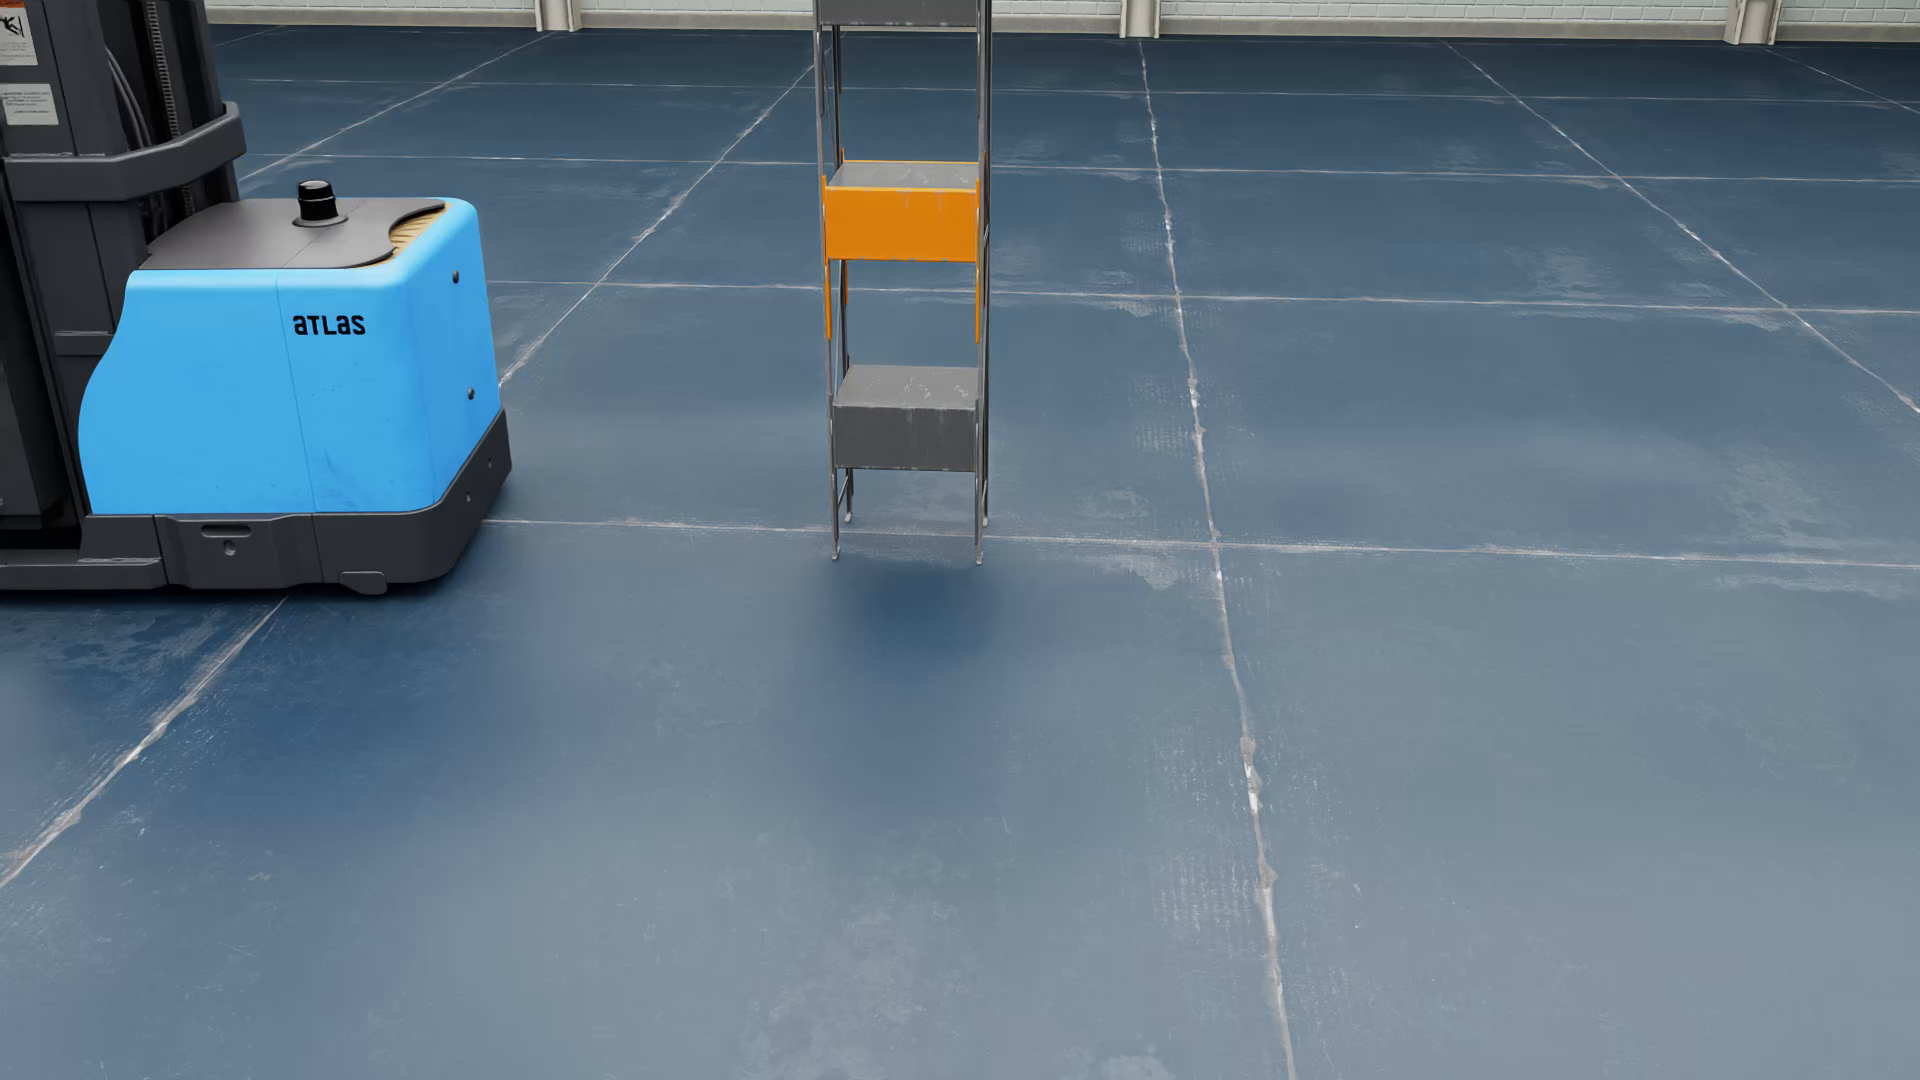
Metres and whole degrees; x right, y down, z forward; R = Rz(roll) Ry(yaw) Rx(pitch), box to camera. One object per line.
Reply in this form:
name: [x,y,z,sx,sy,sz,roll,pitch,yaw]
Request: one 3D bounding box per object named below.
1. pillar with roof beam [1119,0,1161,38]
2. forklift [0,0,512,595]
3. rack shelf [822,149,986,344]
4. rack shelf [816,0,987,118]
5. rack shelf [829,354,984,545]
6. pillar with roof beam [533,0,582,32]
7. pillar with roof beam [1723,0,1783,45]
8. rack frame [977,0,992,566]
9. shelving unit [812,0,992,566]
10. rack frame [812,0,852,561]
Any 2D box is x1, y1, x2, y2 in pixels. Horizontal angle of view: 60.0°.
pillar with roof beam: [1.489,-7.414,11.098,0.400,9.000,9.100,2,25,4]
forklift: [-3.164,-1.339,5.155,3.031,2.935,1.130,0,25,-1]
rack shelf: [-0.165,-0.947,5.328,0.480,0.518,0.431,2,25,4]
rack shelf: [-0.165,-1.583,5.036,0.480,0.518,0.431,2,25,4]
rack shelf: [-0.165,-0.311,5.621,0.480,0.518,0.431,2,25,4]
pillar with roof beam: [-4.493,-7.606,11.515,0.400,9.000,9.100,2,25,4]
pillar with roof beam: [7.472,-7.222,10.681,0.400,9.000,9.100,2,25,4]
rack frame: [0.078,-0.951,5.306,0.015,2.100,0.400,2,25,4]
shelving unit: [-0.165,-0.959,5.323,0.503,2.100,0.431,2,25,4]
rack frame: [-0.408,-0.967,5.340,0.015,2.100,0.400,2,25,4]
